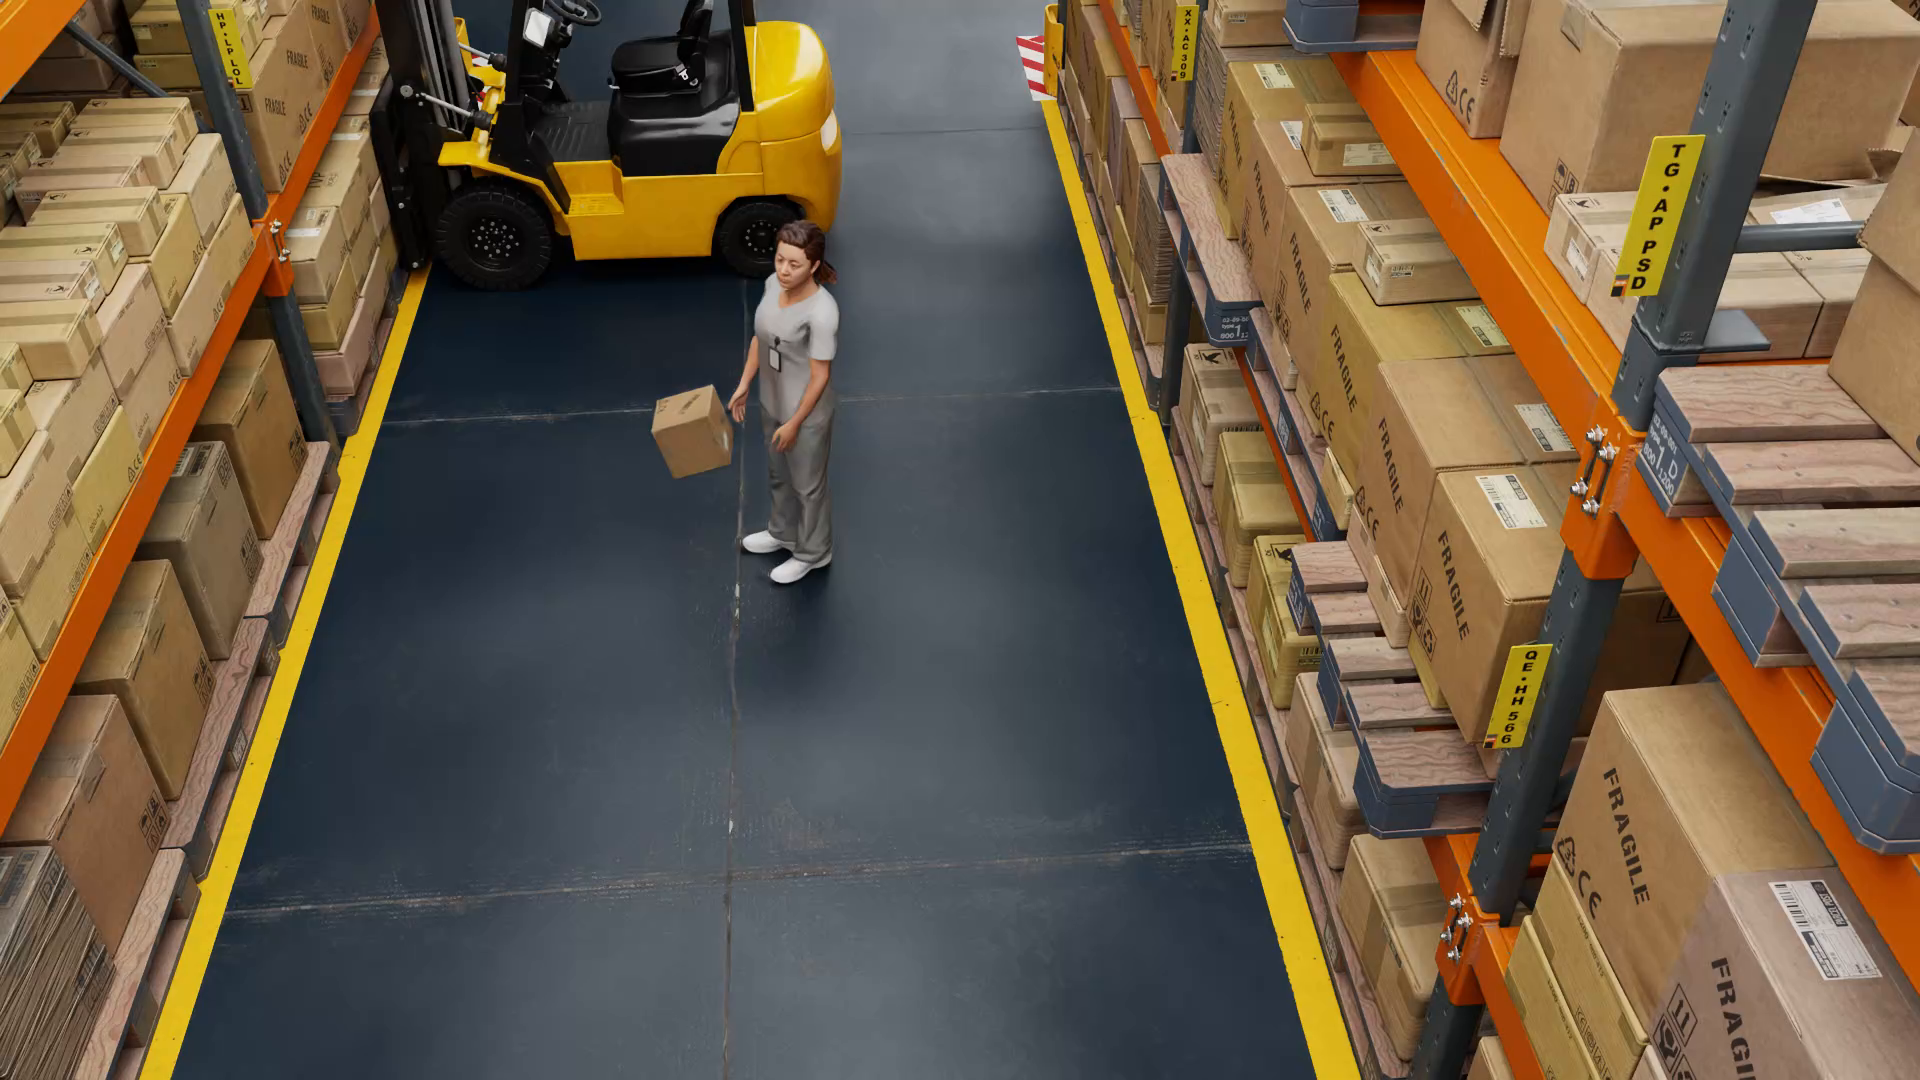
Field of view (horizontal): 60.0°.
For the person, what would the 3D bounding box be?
[{"bbox_3d":[-0.694,-0.549,6.811,0.441,1.680,0.527,-24,45,-27],"label":"person"}]
